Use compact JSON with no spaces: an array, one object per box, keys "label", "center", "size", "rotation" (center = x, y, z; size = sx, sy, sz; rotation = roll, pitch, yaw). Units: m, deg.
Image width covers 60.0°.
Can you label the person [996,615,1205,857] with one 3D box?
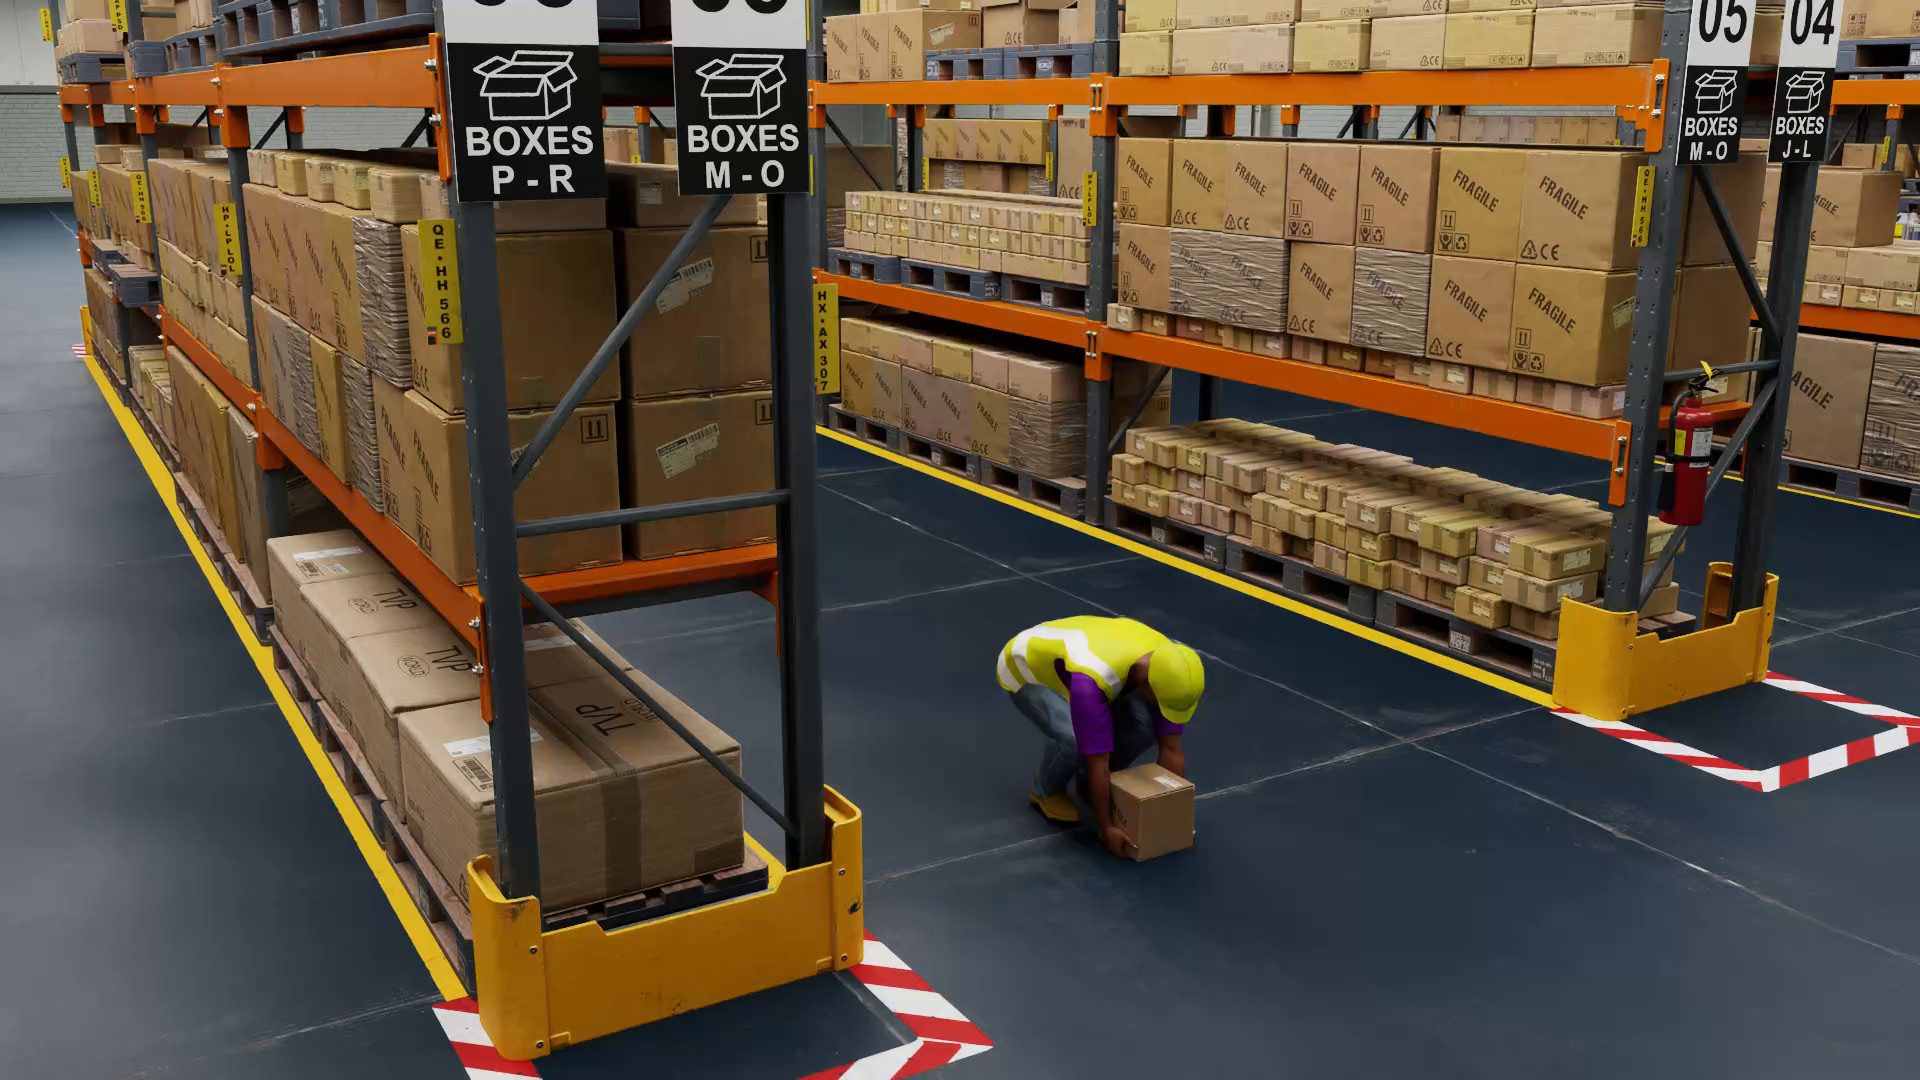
[{"label":"person","center":[0.560,0.688,6.307],"size":[0.527,0.811,0.960],"rotation":[-9,17,-31]}]
